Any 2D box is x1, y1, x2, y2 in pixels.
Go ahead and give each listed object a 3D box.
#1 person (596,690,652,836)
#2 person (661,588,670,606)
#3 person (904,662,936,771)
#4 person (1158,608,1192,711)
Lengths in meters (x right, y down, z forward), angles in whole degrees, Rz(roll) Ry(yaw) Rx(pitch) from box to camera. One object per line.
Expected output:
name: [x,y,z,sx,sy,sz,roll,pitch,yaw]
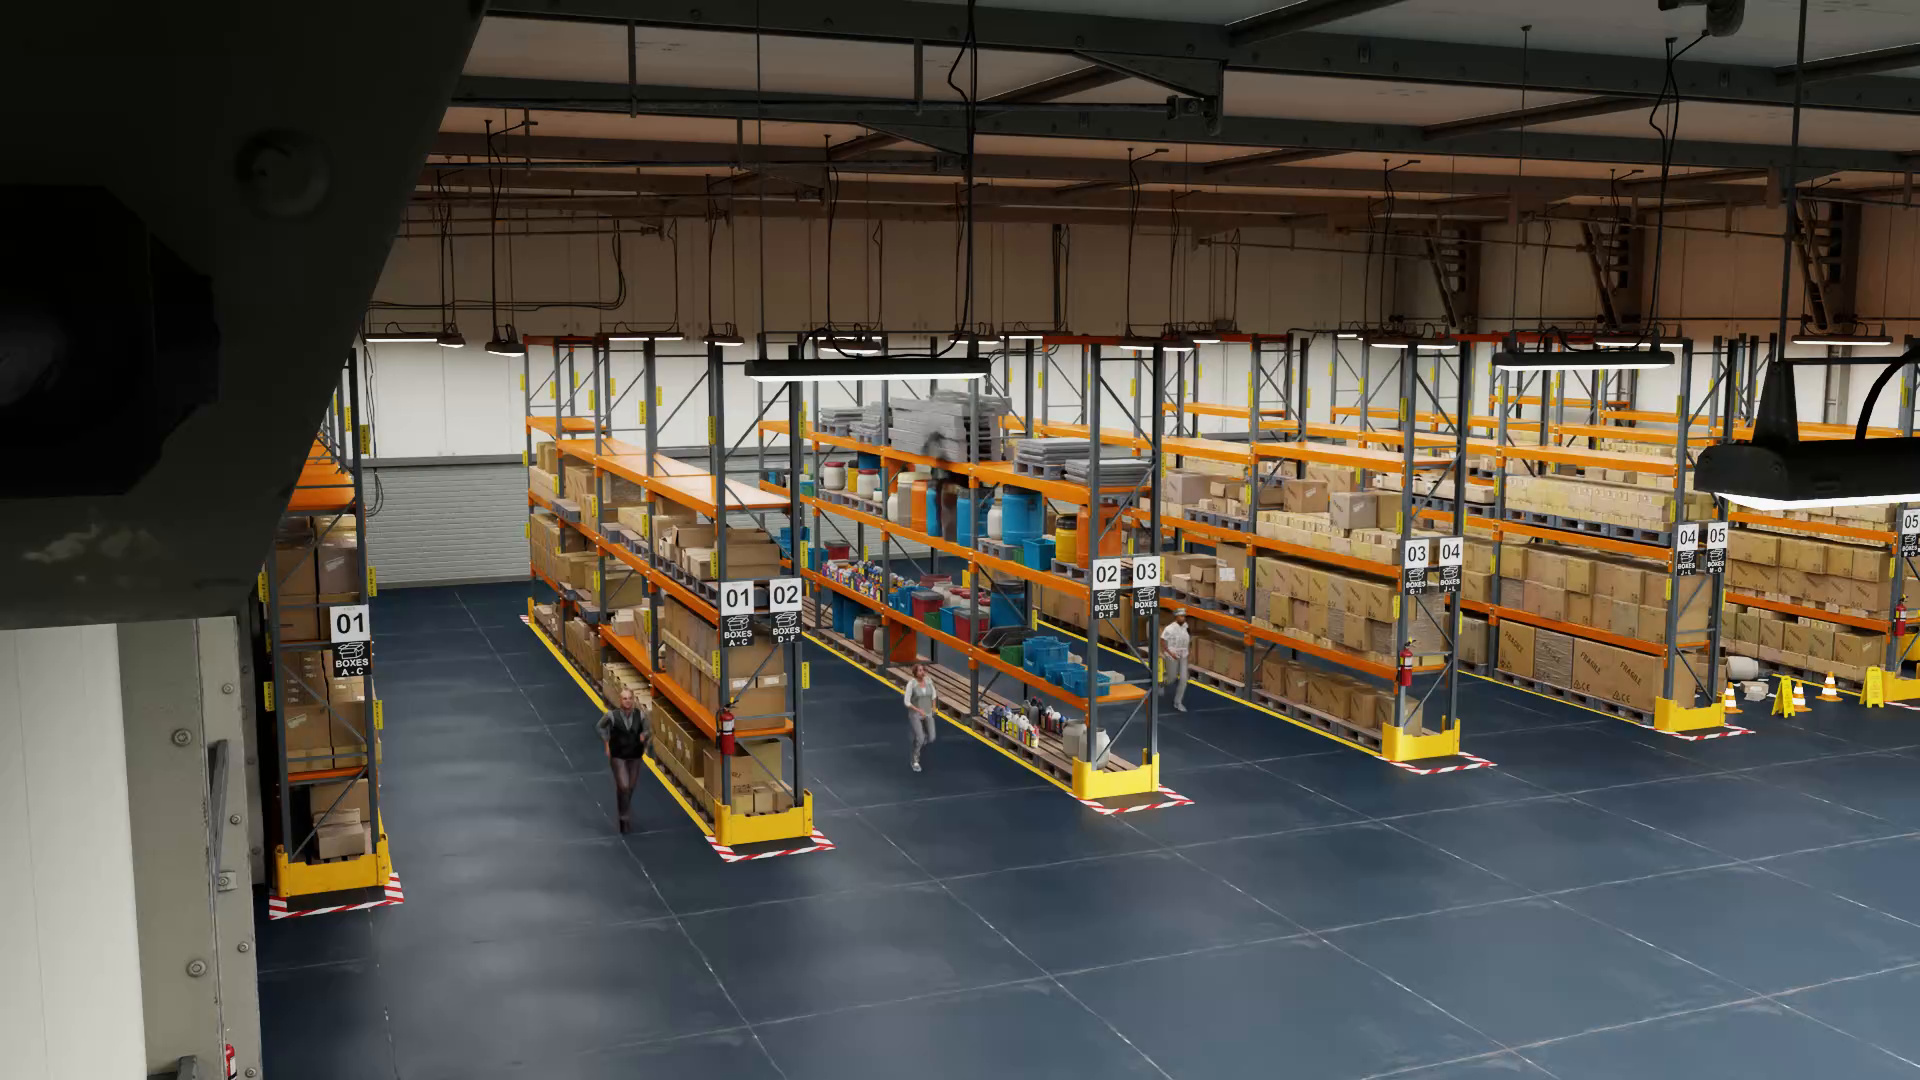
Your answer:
person: [-4.150,2.740,20.706,0.641,1.776,0.787,-4,9,-29]
person: [-6.105,0.897,34.338,0.678,1.790,0.894,-5,9,-33]
person: [-0.533,2.478,23.320,0.560,1.558,0.605,-4,9,-27]
person: [3.523,1.910,27.218,0.600,1.682,0.781,-4,9,-30]
